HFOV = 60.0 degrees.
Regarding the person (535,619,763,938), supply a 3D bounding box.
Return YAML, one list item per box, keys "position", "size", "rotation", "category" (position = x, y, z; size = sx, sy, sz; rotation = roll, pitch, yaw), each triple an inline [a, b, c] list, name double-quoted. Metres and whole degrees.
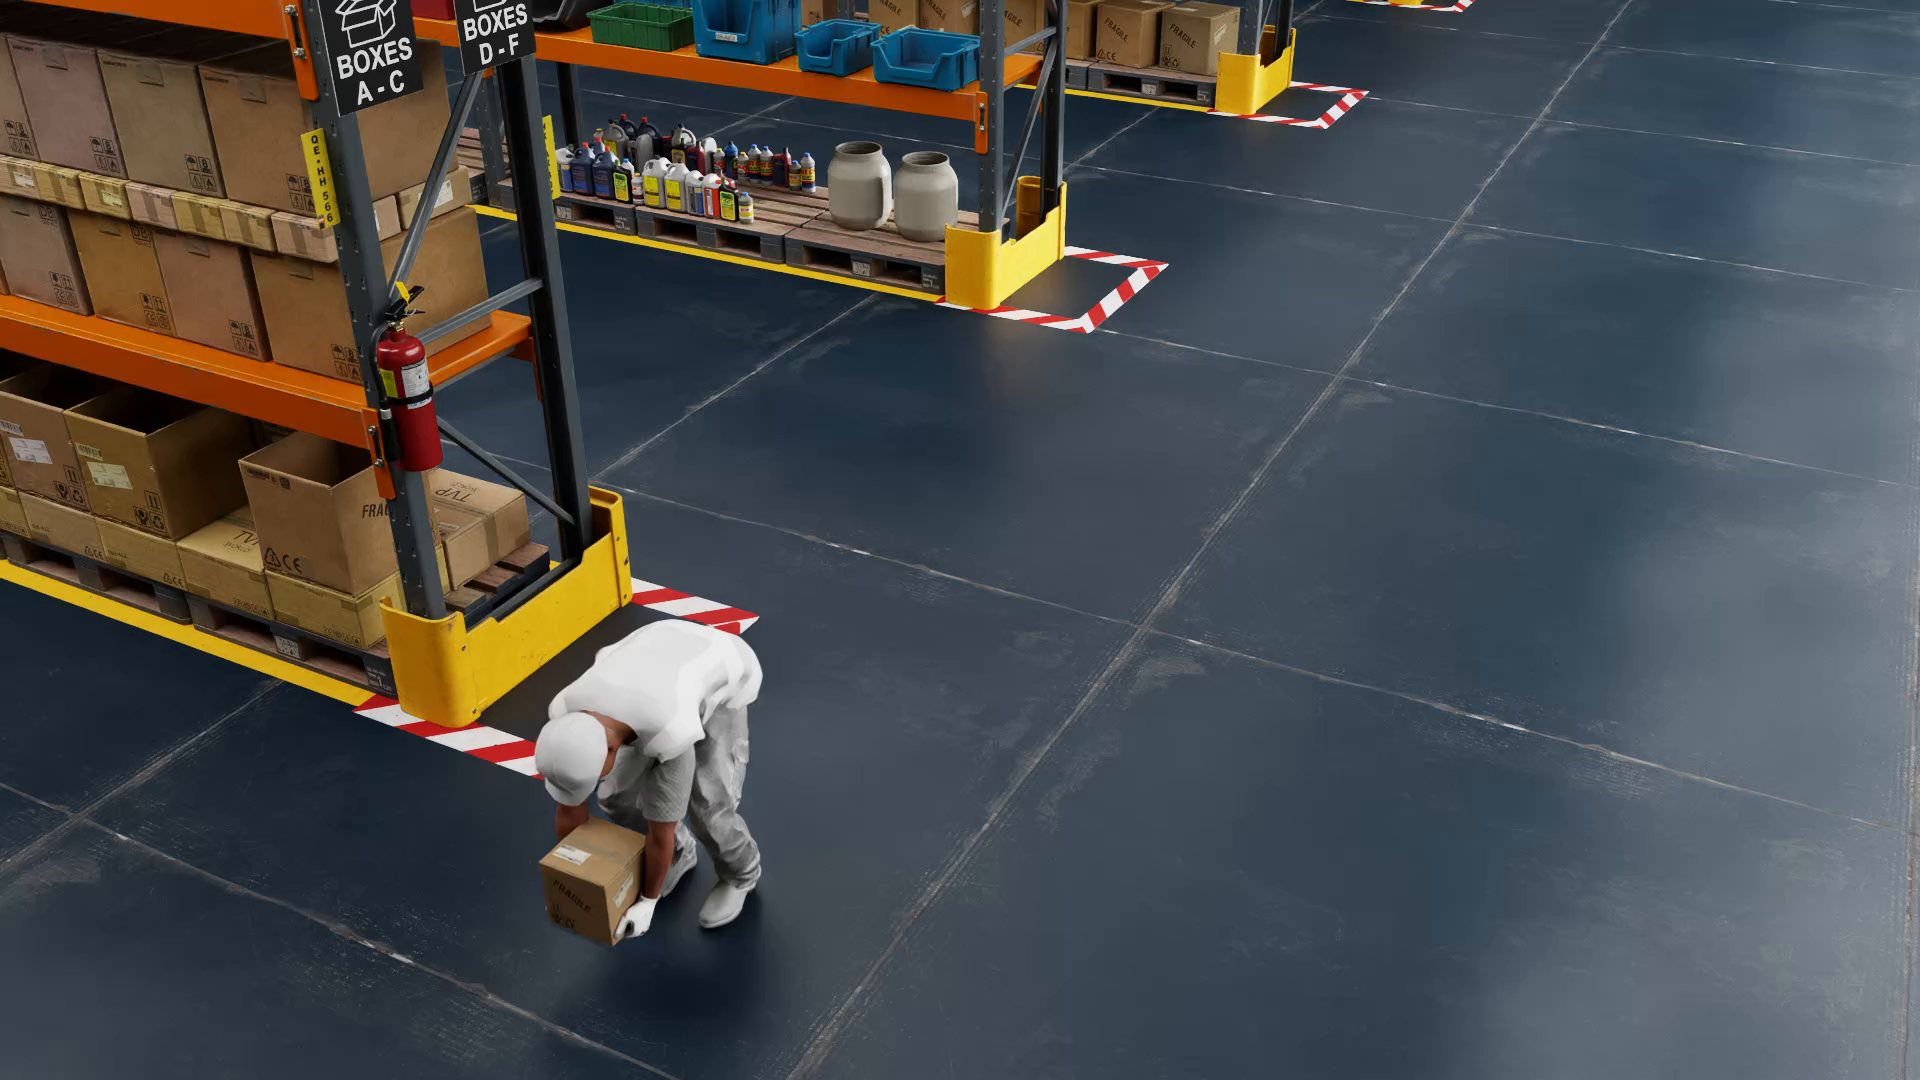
- position: [-0.981, 0.824, 5.352]
  size: [0.534, 1.103, 0.976]
  rotation: [13, 32, 21]
  category: "person"
